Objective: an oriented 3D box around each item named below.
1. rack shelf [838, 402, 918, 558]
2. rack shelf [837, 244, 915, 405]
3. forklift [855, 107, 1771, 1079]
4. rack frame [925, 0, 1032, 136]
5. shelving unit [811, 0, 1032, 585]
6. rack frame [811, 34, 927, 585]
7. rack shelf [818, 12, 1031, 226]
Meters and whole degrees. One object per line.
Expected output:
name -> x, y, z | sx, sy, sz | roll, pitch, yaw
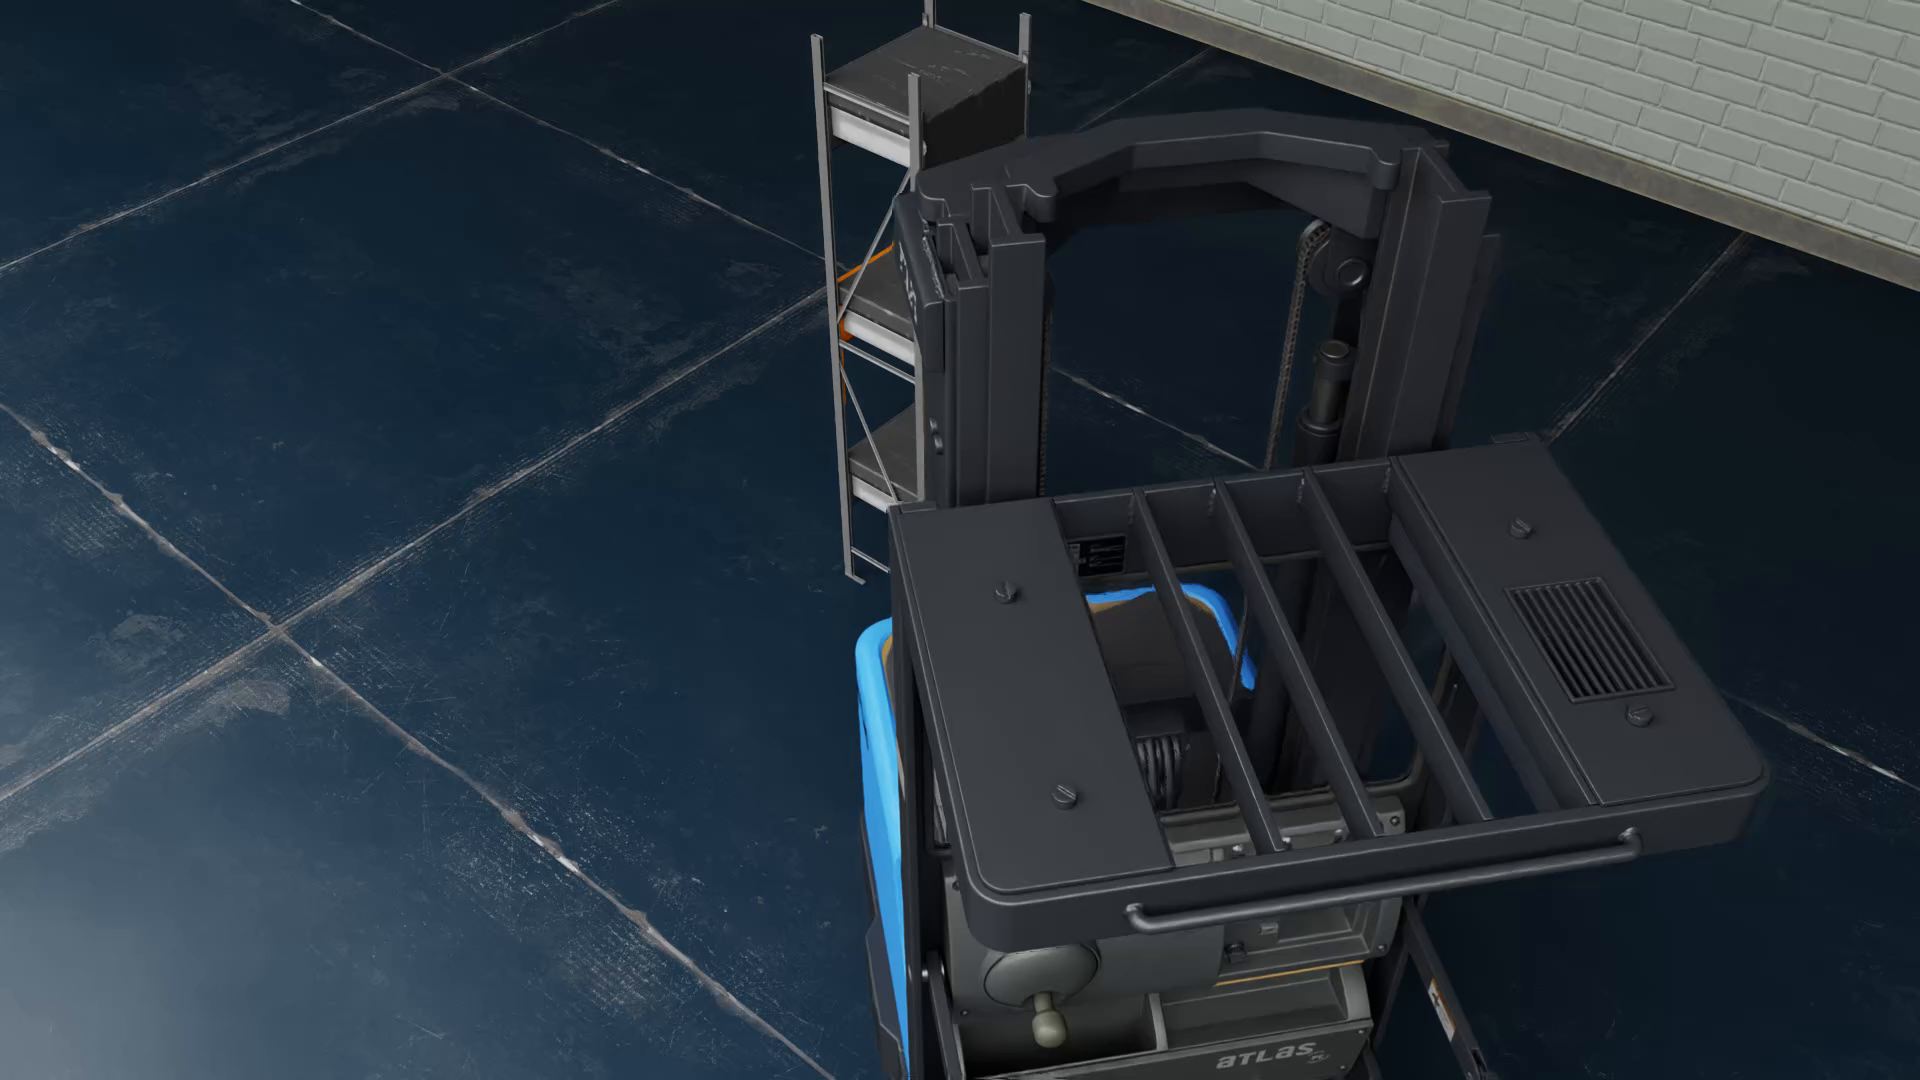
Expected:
rack shelf -> -0.107, -0.164, 5.930 | 0.431, 0.518, 0.480 | 29, 50, 28
rack shelf -> -0.107, -0.682, 5.459 | 0.431, 0.518, 0.480 | 29, 50, 28
forklift -> 0.473, 0.844, 3.143 | 1.130, 2.935, 3.031 | -7, 43, -7
rack frame -> 0.050, -0.817, 5.588 | 0.400, 2.100, 0.015 | 29, 50, 28
shelving unit -> -0.107, -0.692, 5.450 | 0.431, 2.100, 0.503 | 29, 50, 28
rack frame -> -0.264, -0.566, 5.312 | 0.400, 2.100, 0.015 | 29, 50, 28
rack shelf -> -0.107, -1.199, 4.988 | 0.431, 0.518, 0.480 | 29, 50, 28
